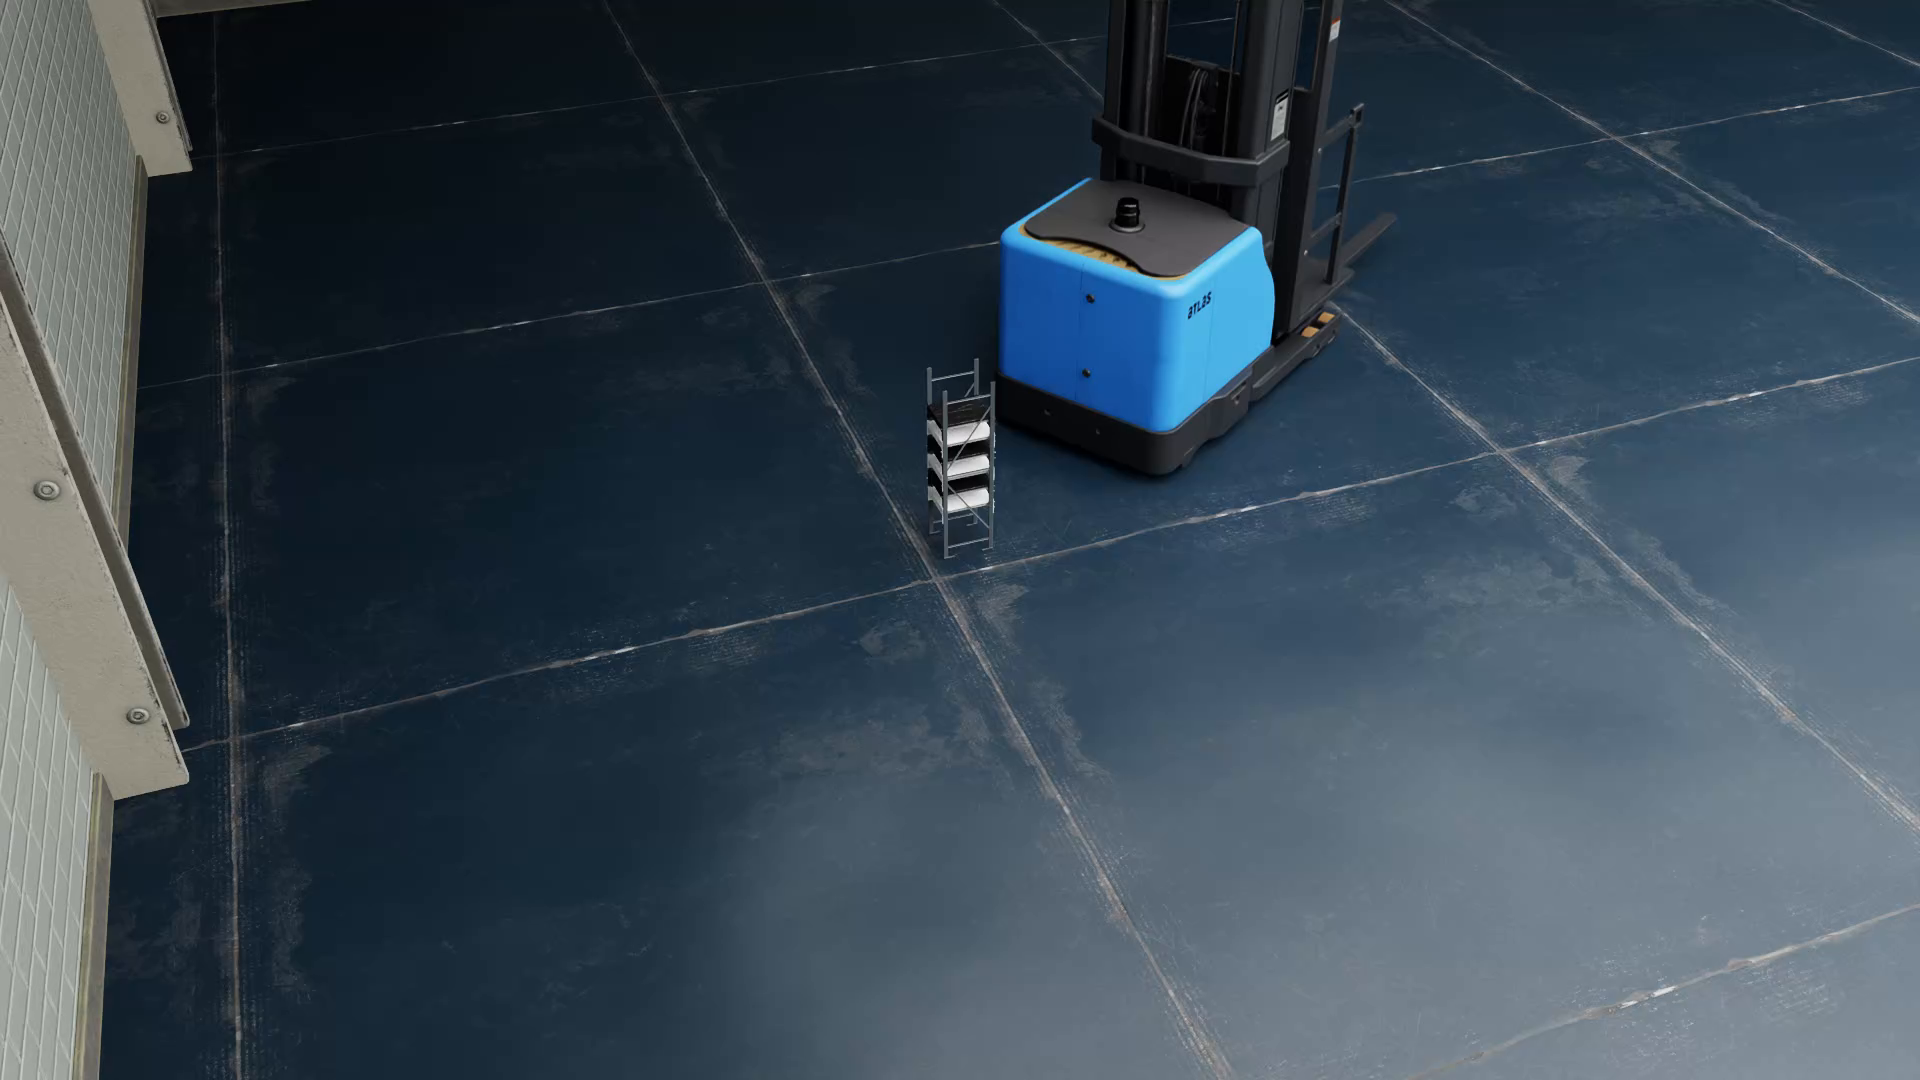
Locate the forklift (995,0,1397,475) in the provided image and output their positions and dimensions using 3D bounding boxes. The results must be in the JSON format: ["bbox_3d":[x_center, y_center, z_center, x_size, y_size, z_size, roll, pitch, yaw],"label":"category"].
[{"bbox_3d":[1.454,-2.324,8.399,1.130,2.935,3.031,24,43,28],"label":"forklift"}]

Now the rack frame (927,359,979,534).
[{"bbox_3d":[-0.032,-0.412,7.549,0.240,0.900,0.006,-12,39,-16],"label":"rack frame"}]

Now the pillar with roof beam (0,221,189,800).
[{"bbox_3d":[0.818,-3.618,5.074,9.100,9.000,0.400,-12,39,-16],"label":"pillar with roof beam"}]

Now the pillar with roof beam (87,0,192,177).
[{"bbox_3d":[-1.247,-7.007,9.574,9.100,9.000,0.400,-12,39,-16],"label":"pillar with roof beam"}]

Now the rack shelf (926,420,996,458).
[{"bbox_3d":[0.003,-0.472,7.385,0.258,0.077,0.200,-12,39,-16],"label":"rack shelf"}]

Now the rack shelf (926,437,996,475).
[{"bbox_3d":[0.003,-0.400,7.439,0.258,0.077,0.200,-12,39,-16],"label":"rack shelf"}]

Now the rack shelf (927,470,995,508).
[{"bbox_3d":[0.003,-0.256,7.547,0.258,0.077,0.200,-12,39,-16],"label":"rack shelf"}]

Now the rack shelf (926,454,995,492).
[{"bbox_3d":[0.003,-0.328,7.493,0.258,0.077,0.200,-12,39,-16],"label":"rack shelf"}]

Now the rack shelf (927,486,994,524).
[{"bbox_3d":[0.003,-0.184,7.602,0.258,0.077,0.200,-12,39,-16],"label":"rack shelf"}]

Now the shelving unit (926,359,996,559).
[{"bbox_3d":[0.003,-0.355,7.473,0.258,0.900,0.210,-12,39,-16],"label":"shelving unit"}]

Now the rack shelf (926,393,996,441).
[{"bbox_3d":[0.003,-0.544,7.331,0.258,0.077,0.200,-12,39,-16],"label":"rack shelf"}]

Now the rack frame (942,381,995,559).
[{"bbox_3d":[0.038,-0.297,7.397,0.240,0.900,0.006,-12,39,-16],"label":"rack frame"}]
